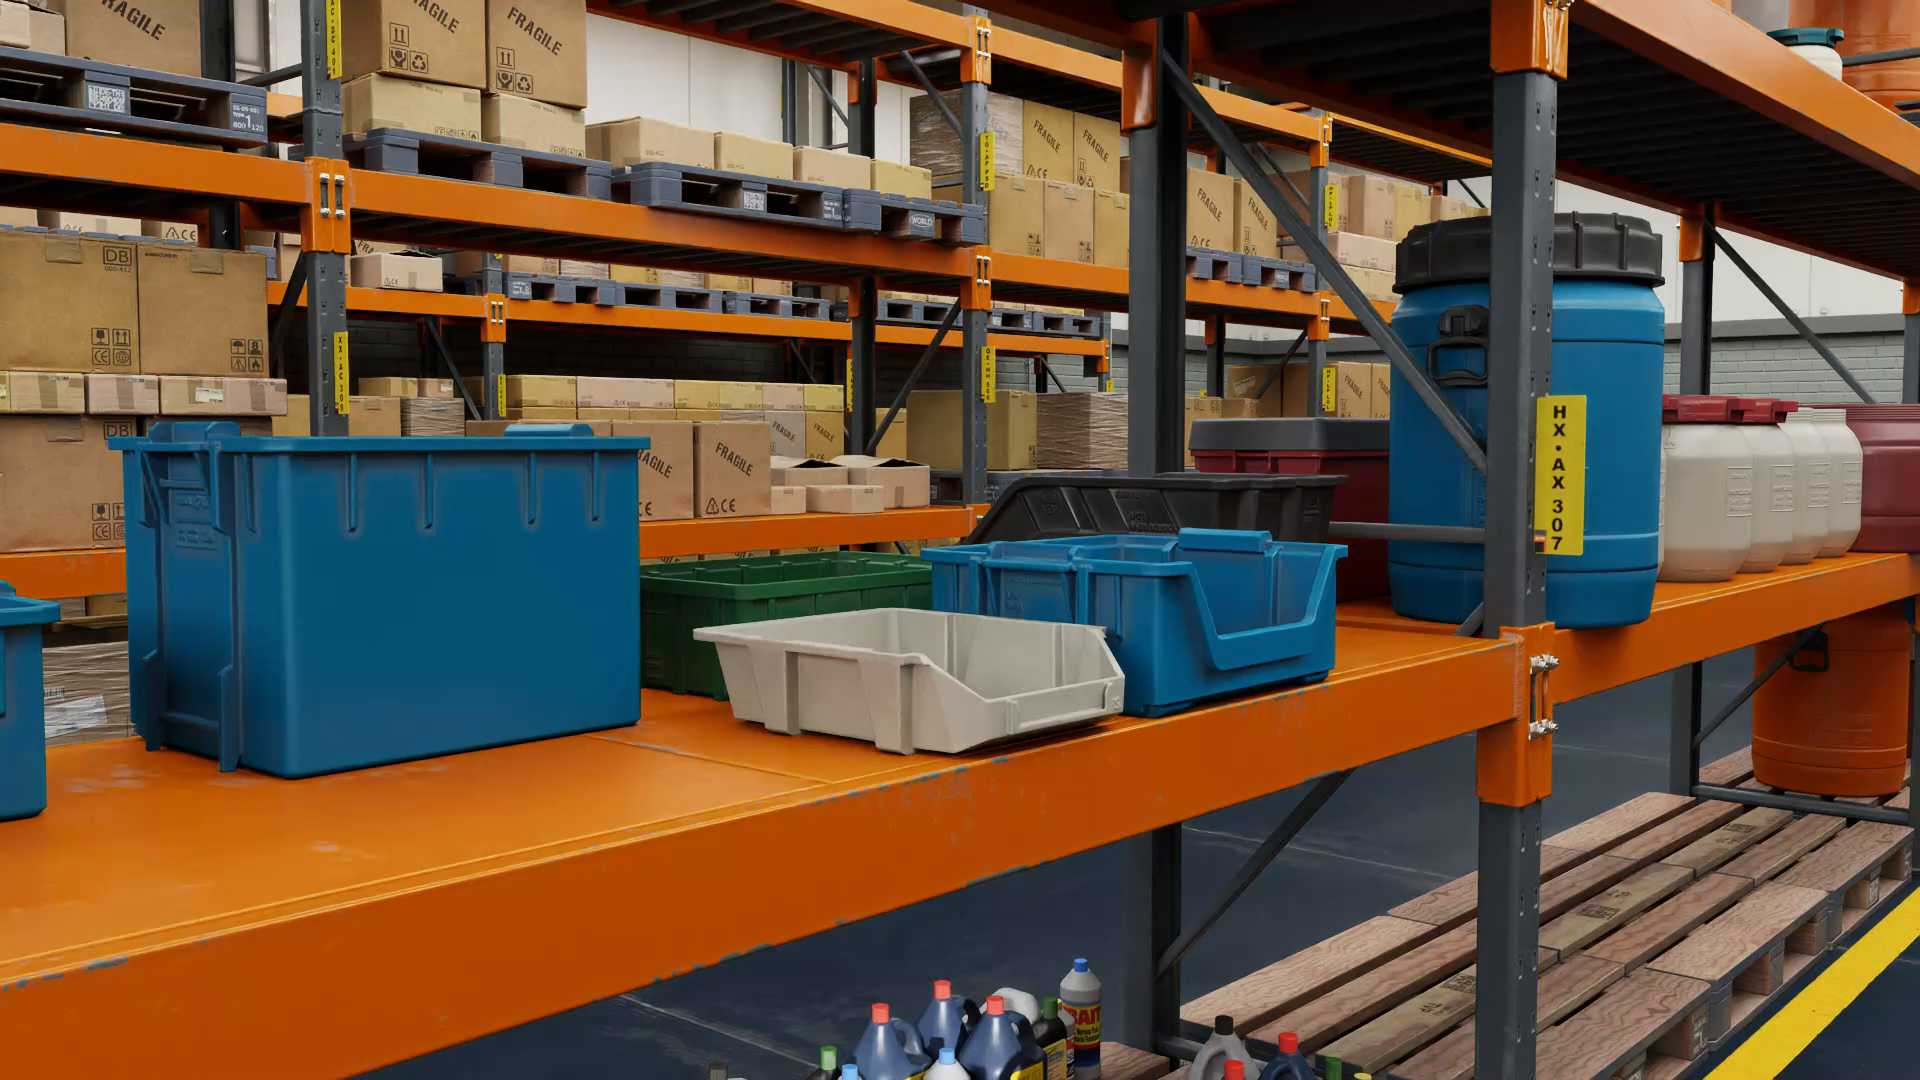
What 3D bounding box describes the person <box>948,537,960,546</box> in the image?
[{"bbox_3d":[0.232,0.042,14.128,0.599,1.613,0.616,3,5,42],"label":"person"}]
